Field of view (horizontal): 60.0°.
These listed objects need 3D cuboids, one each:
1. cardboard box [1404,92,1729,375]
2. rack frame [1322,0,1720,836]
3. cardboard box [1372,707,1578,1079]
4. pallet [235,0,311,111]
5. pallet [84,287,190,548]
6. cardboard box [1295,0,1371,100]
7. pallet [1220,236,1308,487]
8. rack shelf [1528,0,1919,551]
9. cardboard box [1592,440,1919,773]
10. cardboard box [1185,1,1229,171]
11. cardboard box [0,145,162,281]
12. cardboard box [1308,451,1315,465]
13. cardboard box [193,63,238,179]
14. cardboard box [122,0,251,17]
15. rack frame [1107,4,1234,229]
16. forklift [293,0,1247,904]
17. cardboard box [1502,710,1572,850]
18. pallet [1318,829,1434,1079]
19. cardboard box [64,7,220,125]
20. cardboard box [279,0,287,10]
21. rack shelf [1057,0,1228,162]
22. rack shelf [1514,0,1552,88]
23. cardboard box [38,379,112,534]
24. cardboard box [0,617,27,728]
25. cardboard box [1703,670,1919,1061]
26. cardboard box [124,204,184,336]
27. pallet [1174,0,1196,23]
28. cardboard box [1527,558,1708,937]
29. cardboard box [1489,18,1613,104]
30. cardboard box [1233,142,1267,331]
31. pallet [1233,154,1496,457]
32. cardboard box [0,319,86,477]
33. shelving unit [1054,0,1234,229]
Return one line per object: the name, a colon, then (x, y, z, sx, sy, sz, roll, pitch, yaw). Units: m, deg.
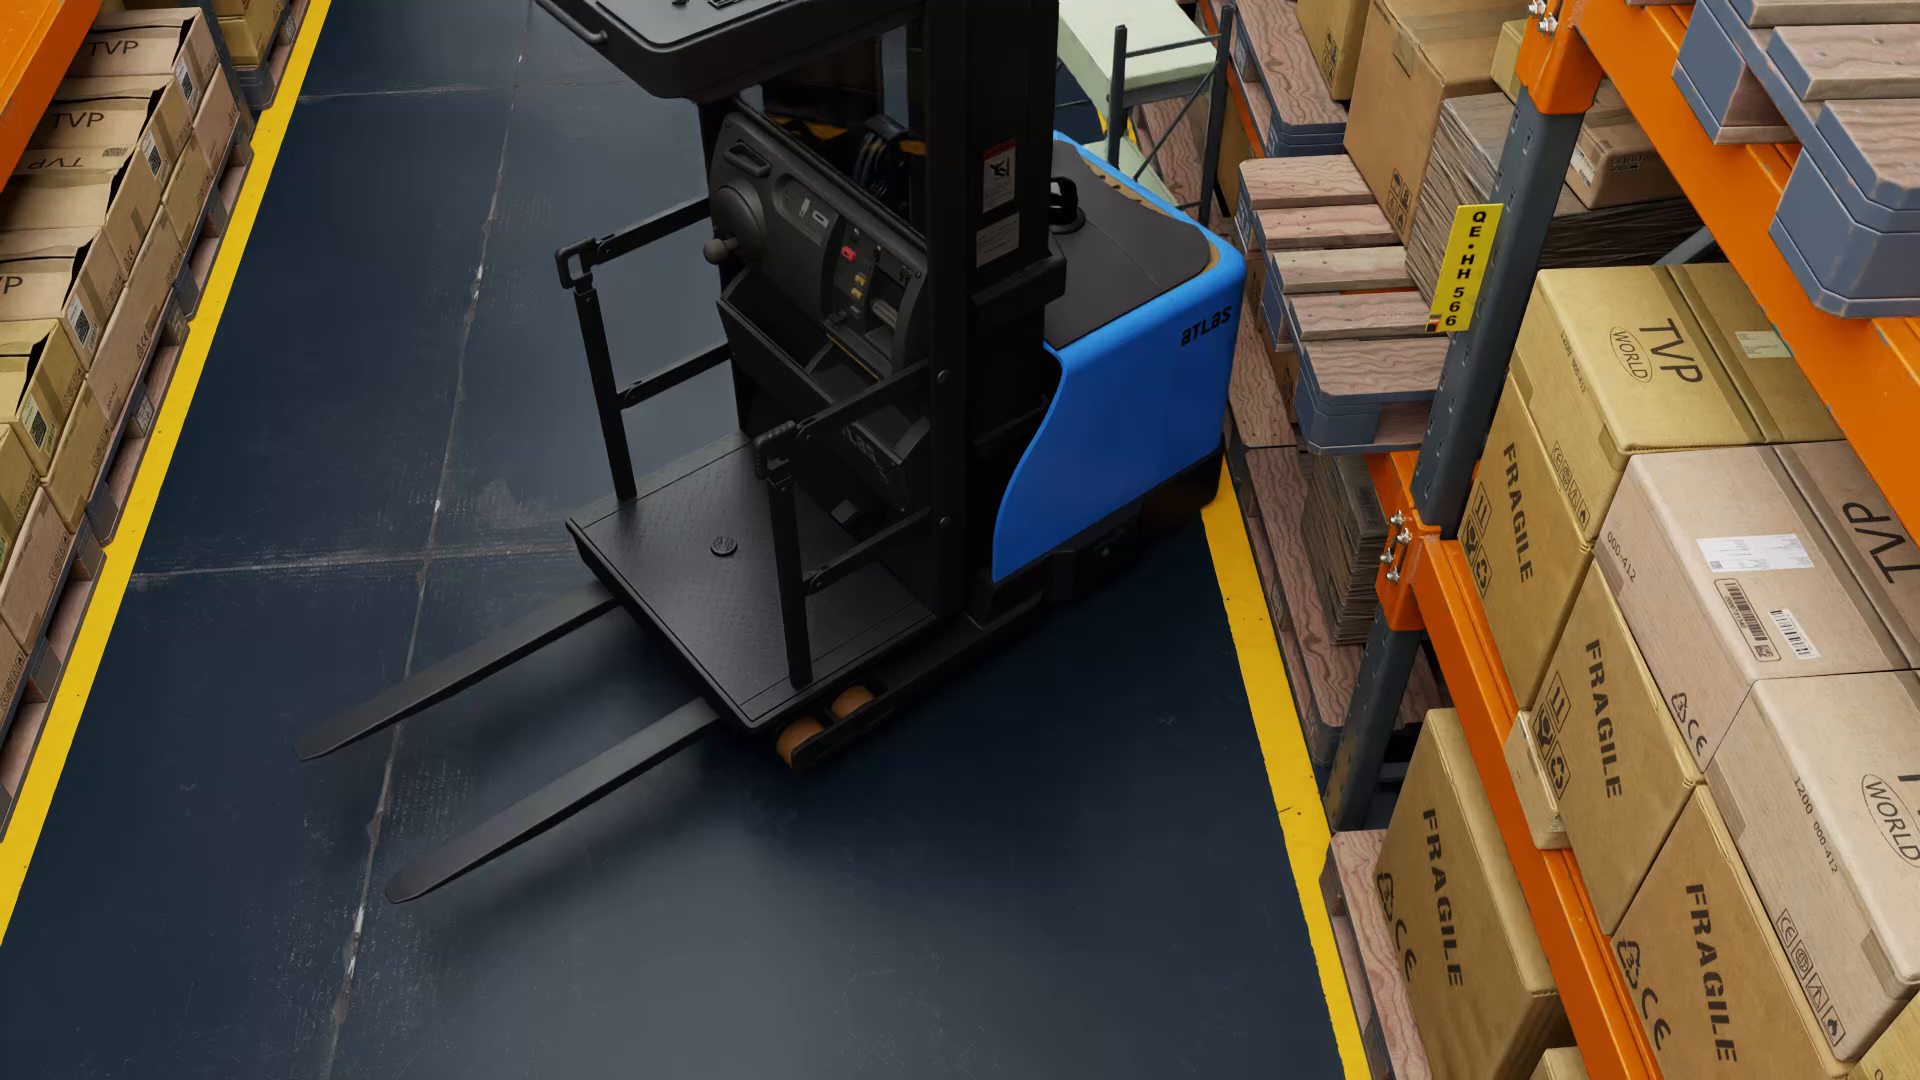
cardboard box: (1.545, -0.758, 4.030, 0.700, 0.500, 0.500, -8, 47, -8)
rack frame: (1.595, -0.233, 3.905, 1.000, 3.000, 0.127, -3, 47, -3)
cardboard box: (1.526, 0.902, 4.021, 0.750, 0.750, 0.750, -4, 47, -4)
pallet: (-3.701, -2.442, 7.918, 1.003, 0.211, 1.213, -3, 47, -3)
pallet: (-3.470, -0.449, 6.030, 1.003, 0.211, 1.213, -3, 47, -3)
cardboard box: (1.419, -1.658, 4.883, 0.700, 0.500, 0.500, -3, 47, -3)
pallet: (1.432, -0.720, 6.287, 1.003, 0.211, 1.213, -3, 47, -3)
rack shelf: (1.762, 0.430, 1.706, 1.077, 0.370, 4.000, -3, 47, -3)
cardboard box: (1.422, 0.099, 2.787, 0.500, 0.250, 0.500, -4, 47, -4)
cardboard box: (1.338, -1.887, 6.890, 0.700, 0.500, 0.500, -2, 47, -2)
cardboard box: (-3.267, -1.202, 6.041, 0.500, 0.311, 0.500, -4, 47, -3)
cardboard box: (1.555, -0.422, 5.503, 0.700, 0.500, 0.500, -4, 47, -3)
cardboard box: (-3.353, -1.740, 6.936, 0.500, 0.250, 0.500, -4, 47, -4)
cardboard box: (-3.403, -2.635, 7.267, 0.500, 0.500, 0.500, -3, 47, -3)
rack frame: (0.688, -1.138, 5.791, 0.400, 1.500, 0.023, -14, 48, -12)
forklift: (-0.564, -0.743, 4.435, 3.031, 2.935, 1.130, -30, 54, -25)
cardboard box: (1.342, 0.479, 3.390, 0.380, 0.149, 0.250, -2, 47, -2)
pallet: (1.586, 1.301, 4.373, 1.003, 0.211, 1.213, -3, 47, -3)
cardboard box: (-3.357, -1.939, 6.739, 0.500, 0.311, 0.500, -3, 47, -3)
cardboard box: (-3.450, -2.738, 7.882, 0.500, 0.250, 0.500, -3, 47, -3)
rack shelf: (0.564, -1.657, 5.744, 0.431, 0.370, 0.720, -14, 48, -12)
rack shelf: (1.427, -2.464, 4.447, 1.077, 0.370, 4.000, -3, 47, -3)
cardboard box: (-3.185, -0.264, 5.539, 0.500, 0.250, 0.500, -5, 47, -4)
cardboard box: (-3.092, 0.475, 4.839, 0.500, 0.250, 0.500, -4, 47, -3)
cardboard box: (1.467, 0.460, 2.444, 0.500, 0.250, 0.500, -3, 47, -3)
cardboard box: (-3.269, -1.004, 6.239, 0.500, 0.250, 0.500, -3, 47, -2)
pallet: (1.168, -2.652, 8.116, 1.003, 0.211, 1.213, -3, 47, -3)
cardboard box: (1.415, 0.370, 3.046, 0.500, 0.500, 0.500, -2, 47, -2)
cardboard box: (1.494, -1.121, 3.927, 0.380, 0.149, 0.250, -11, 47, -10)
cardboard box: (1.434, -1.145, 6.187, 0.700, 0.500, 0.500, -3, 47, -3)
pallet: (1.429, -0.676, 4.457, 1.213, 0.211, 1.003, -3, 47, -3)
cardboard box: (-3.185, -0.466, 5.344, 0.500, 0.311, 0.500, -5, 47, -4)
shelving unit: (0.569, -1.390, 6.029, 0.431, 1.500, 0.755, -14, 48, -12)
